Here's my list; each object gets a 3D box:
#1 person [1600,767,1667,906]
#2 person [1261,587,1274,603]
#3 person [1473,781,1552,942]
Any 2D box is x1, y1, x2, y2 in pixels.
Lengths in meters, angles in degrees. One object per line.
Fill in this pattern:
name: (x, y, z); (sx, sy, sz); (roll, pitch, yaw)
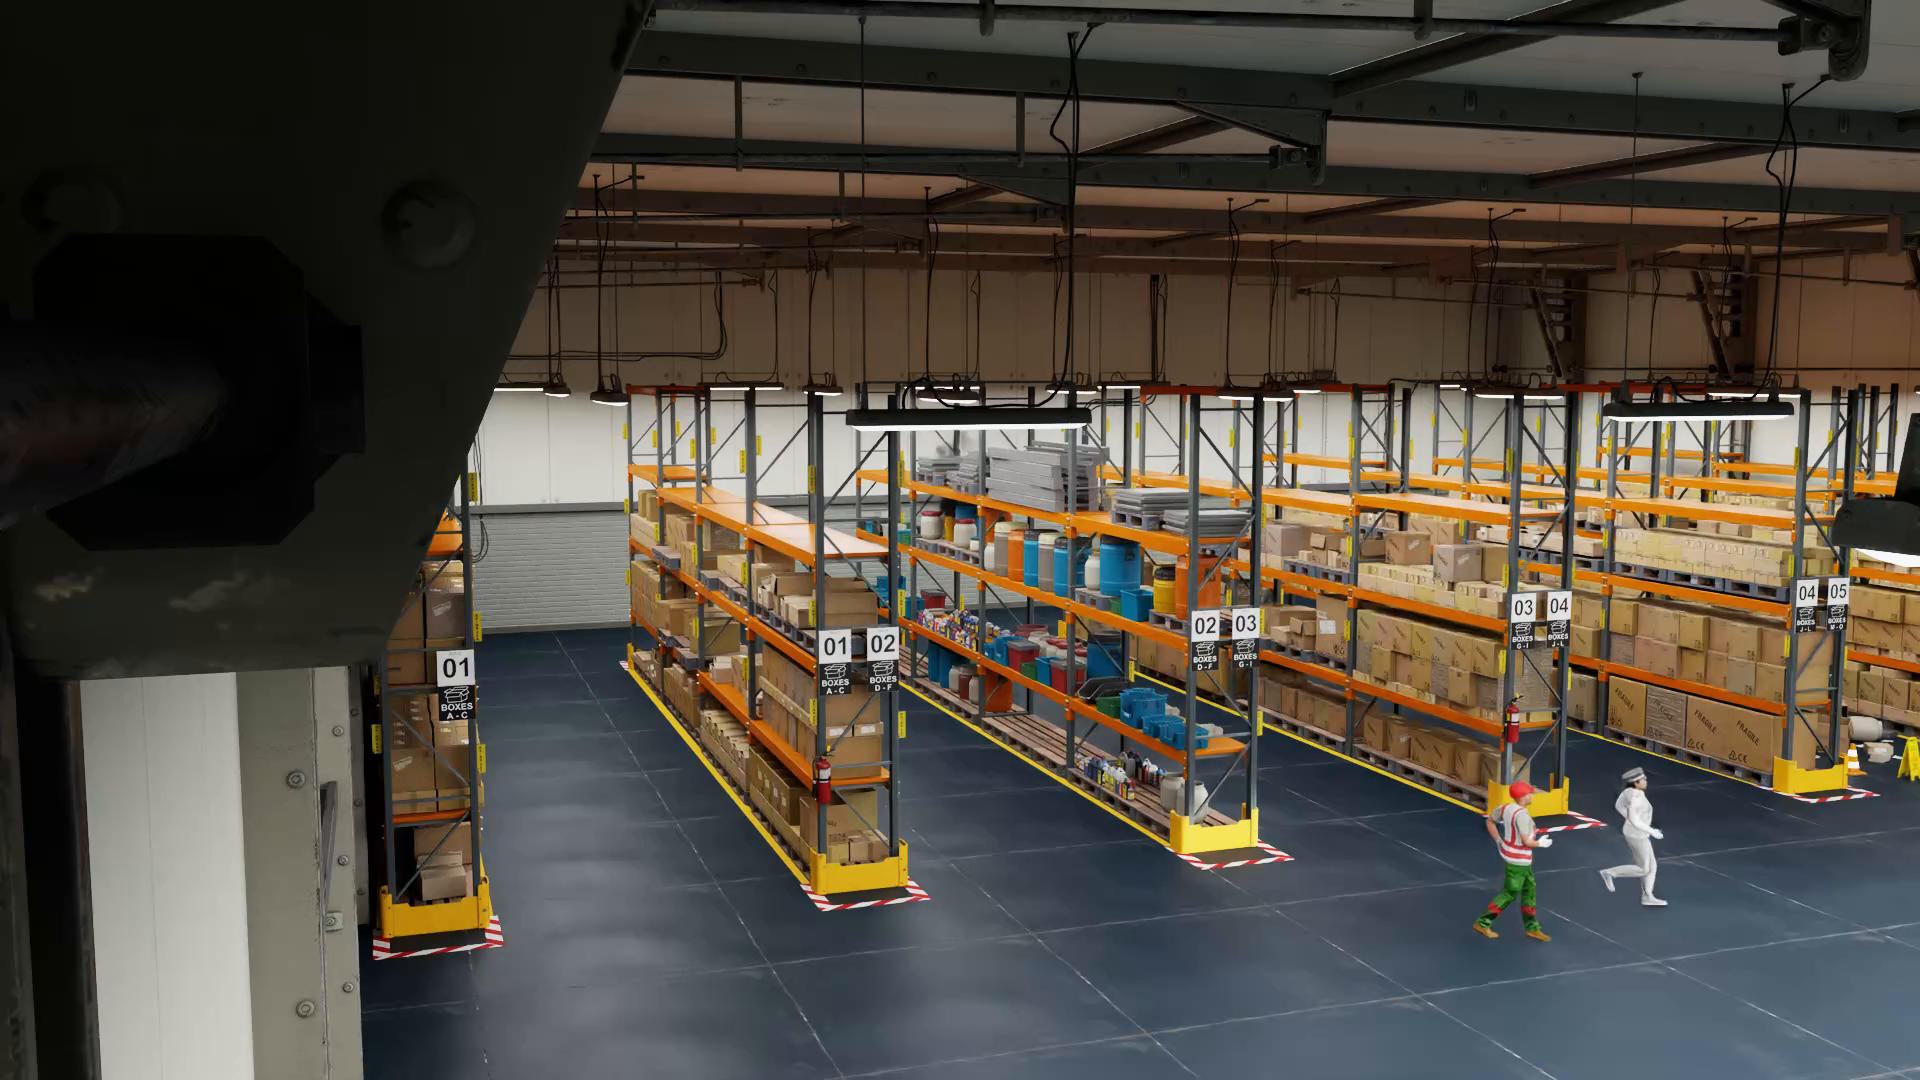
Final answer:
person: (7.968, 3.489, 19.641); (0.773, 1.657, 0.633); (1, 6, 12)
person: (7.687, 1.177, 41.403); (0.815, 1.754, 0.716); (0, 6, 4)
person: (6.105, 3.549, 18.275); (0.892, 1.812, 0.640); (0, 6, 4)
